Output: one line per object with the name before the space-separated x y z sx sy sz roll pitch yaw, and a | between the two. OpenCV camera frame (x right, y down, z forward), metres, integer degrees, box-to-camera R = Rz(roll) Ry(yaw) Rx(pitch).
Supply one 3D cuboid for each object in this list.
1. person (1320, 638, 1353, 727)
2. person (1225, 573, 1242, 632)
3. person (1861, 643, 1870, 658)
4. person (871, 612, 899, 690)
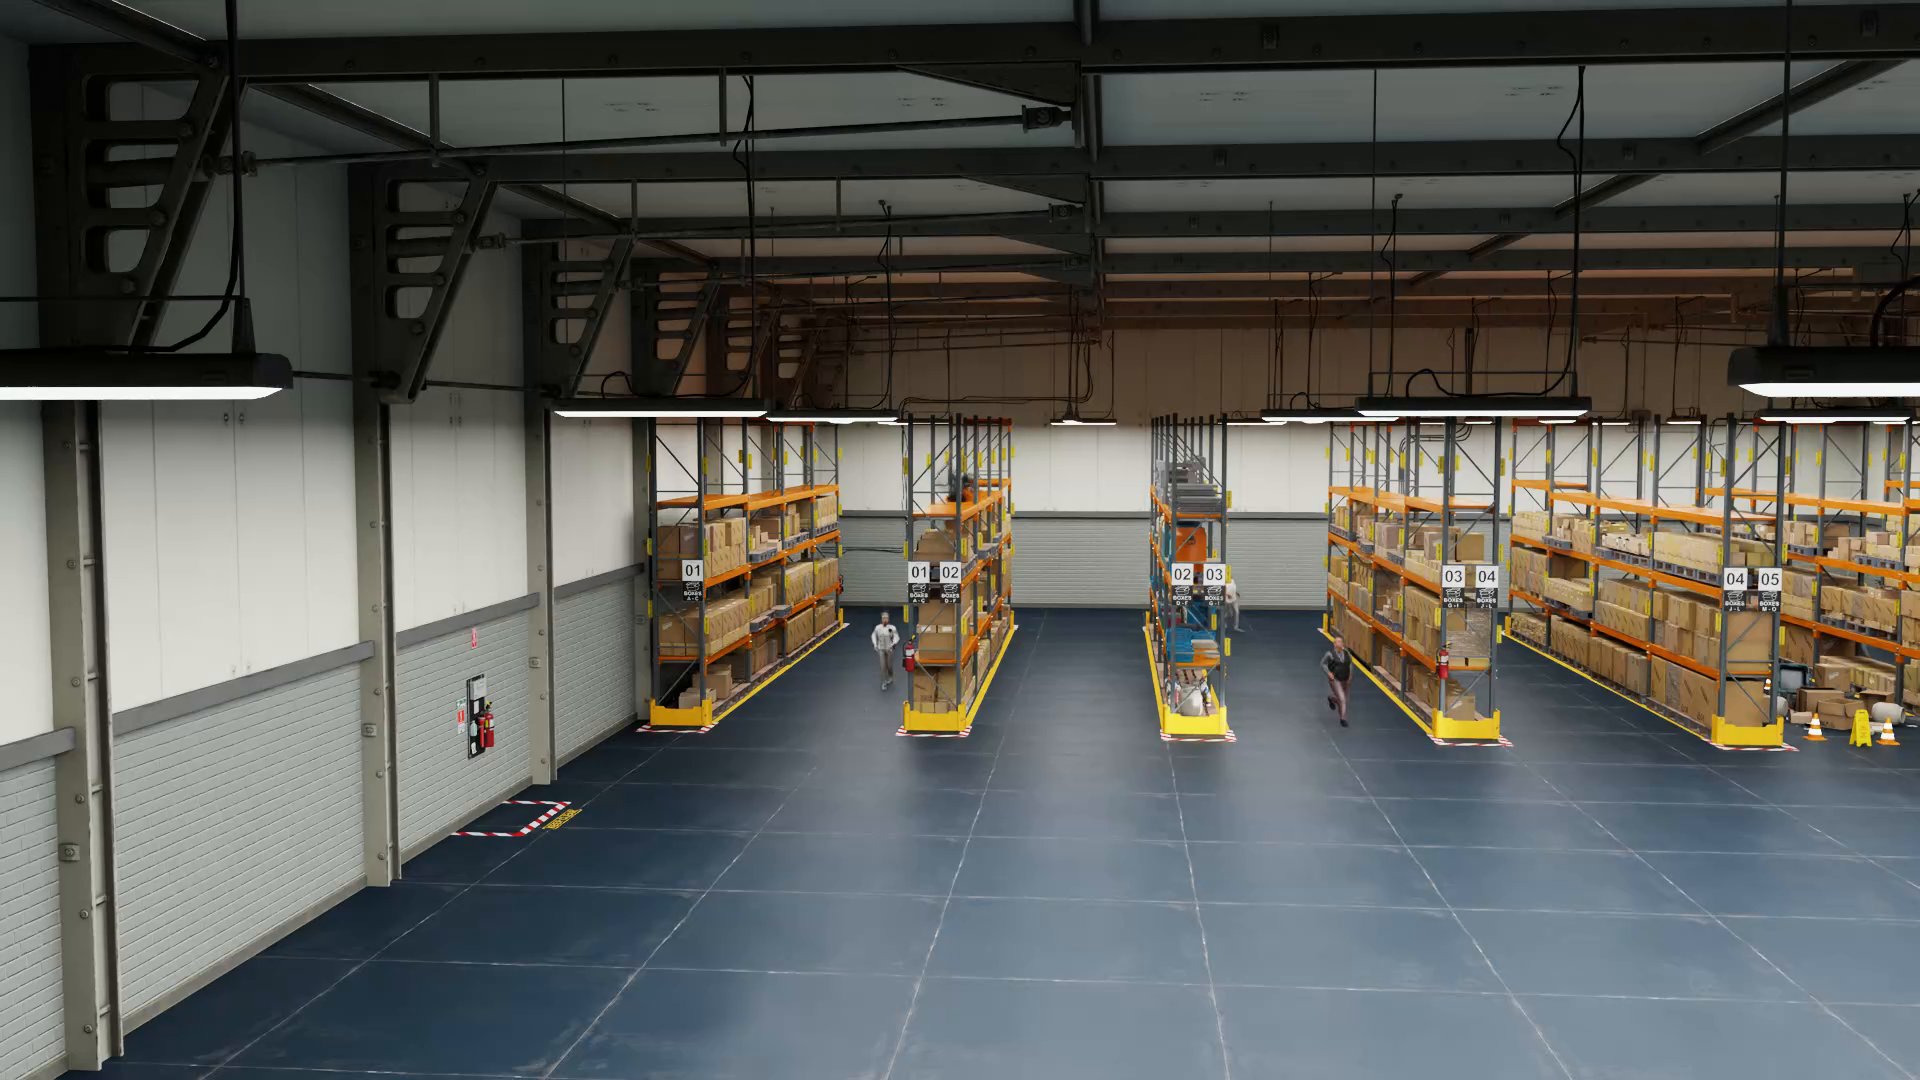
person | 7.330 2.733 32.266 0.655 1.699 0.882 -1 4 -20
person | 7.553 1.719 46.888 0.745 1.715 0.780 -3 5 -33
person | 21.684 2.126 39.982 0.703 1.747 0.992 0 4 -2
person | -1.648 2.422 36.629 0.625 1.687 0.700 0 4 3
